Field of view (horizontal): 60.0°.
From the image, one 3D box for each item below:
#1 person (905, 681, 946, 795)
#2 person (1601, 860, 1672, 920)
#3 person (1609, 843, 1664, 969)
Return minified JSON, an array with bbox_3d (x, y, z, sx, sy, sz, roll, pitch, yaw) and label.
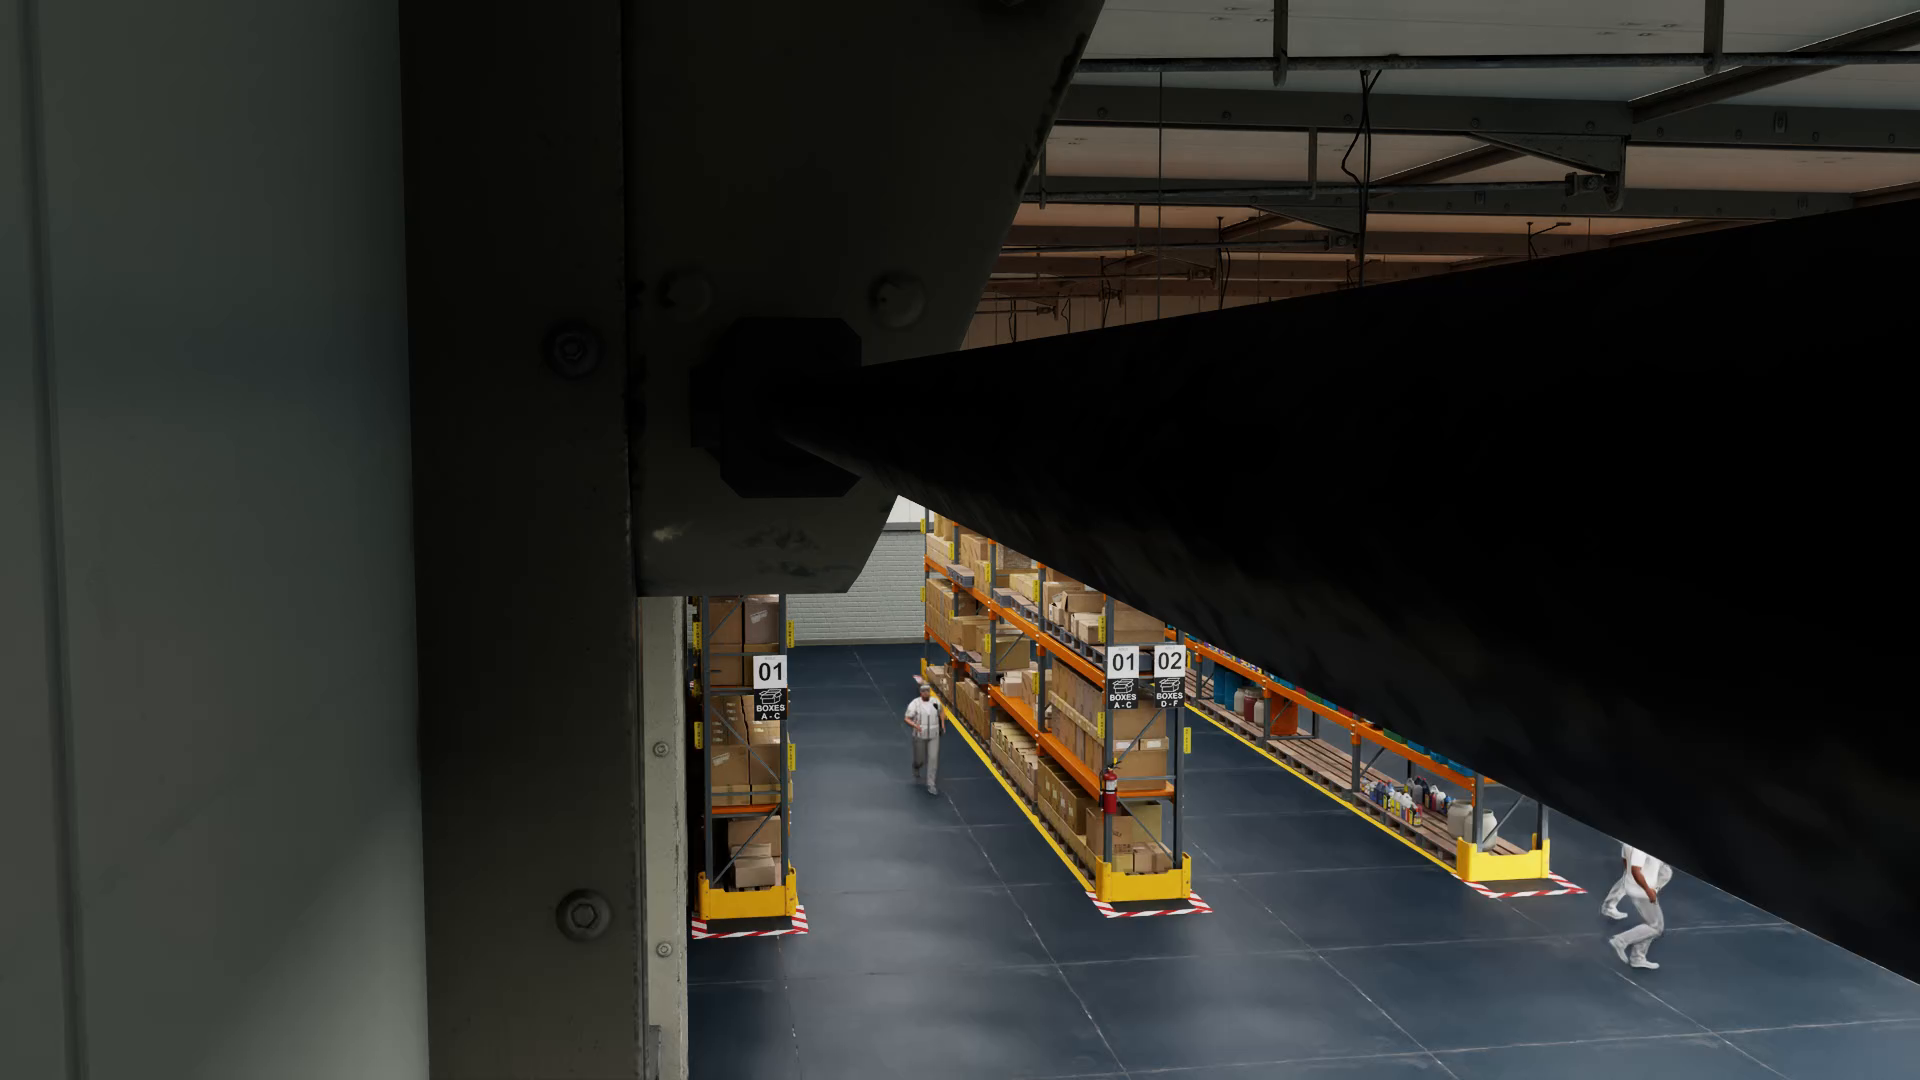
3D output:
[{"bbox_3d":[-0.531,3.118,26.561,0.678,1.743,0.992,-1,5,-13],"label":"person"},{"bbox_3d":[8.158,3.691,19.857,0.865,1.768,0.703,3,6,29],"label":"person"},{"bbox_3d":[7.449,3.864,18.301,0.557,1.728,0.713,1,5,12],"label":"person"}]
